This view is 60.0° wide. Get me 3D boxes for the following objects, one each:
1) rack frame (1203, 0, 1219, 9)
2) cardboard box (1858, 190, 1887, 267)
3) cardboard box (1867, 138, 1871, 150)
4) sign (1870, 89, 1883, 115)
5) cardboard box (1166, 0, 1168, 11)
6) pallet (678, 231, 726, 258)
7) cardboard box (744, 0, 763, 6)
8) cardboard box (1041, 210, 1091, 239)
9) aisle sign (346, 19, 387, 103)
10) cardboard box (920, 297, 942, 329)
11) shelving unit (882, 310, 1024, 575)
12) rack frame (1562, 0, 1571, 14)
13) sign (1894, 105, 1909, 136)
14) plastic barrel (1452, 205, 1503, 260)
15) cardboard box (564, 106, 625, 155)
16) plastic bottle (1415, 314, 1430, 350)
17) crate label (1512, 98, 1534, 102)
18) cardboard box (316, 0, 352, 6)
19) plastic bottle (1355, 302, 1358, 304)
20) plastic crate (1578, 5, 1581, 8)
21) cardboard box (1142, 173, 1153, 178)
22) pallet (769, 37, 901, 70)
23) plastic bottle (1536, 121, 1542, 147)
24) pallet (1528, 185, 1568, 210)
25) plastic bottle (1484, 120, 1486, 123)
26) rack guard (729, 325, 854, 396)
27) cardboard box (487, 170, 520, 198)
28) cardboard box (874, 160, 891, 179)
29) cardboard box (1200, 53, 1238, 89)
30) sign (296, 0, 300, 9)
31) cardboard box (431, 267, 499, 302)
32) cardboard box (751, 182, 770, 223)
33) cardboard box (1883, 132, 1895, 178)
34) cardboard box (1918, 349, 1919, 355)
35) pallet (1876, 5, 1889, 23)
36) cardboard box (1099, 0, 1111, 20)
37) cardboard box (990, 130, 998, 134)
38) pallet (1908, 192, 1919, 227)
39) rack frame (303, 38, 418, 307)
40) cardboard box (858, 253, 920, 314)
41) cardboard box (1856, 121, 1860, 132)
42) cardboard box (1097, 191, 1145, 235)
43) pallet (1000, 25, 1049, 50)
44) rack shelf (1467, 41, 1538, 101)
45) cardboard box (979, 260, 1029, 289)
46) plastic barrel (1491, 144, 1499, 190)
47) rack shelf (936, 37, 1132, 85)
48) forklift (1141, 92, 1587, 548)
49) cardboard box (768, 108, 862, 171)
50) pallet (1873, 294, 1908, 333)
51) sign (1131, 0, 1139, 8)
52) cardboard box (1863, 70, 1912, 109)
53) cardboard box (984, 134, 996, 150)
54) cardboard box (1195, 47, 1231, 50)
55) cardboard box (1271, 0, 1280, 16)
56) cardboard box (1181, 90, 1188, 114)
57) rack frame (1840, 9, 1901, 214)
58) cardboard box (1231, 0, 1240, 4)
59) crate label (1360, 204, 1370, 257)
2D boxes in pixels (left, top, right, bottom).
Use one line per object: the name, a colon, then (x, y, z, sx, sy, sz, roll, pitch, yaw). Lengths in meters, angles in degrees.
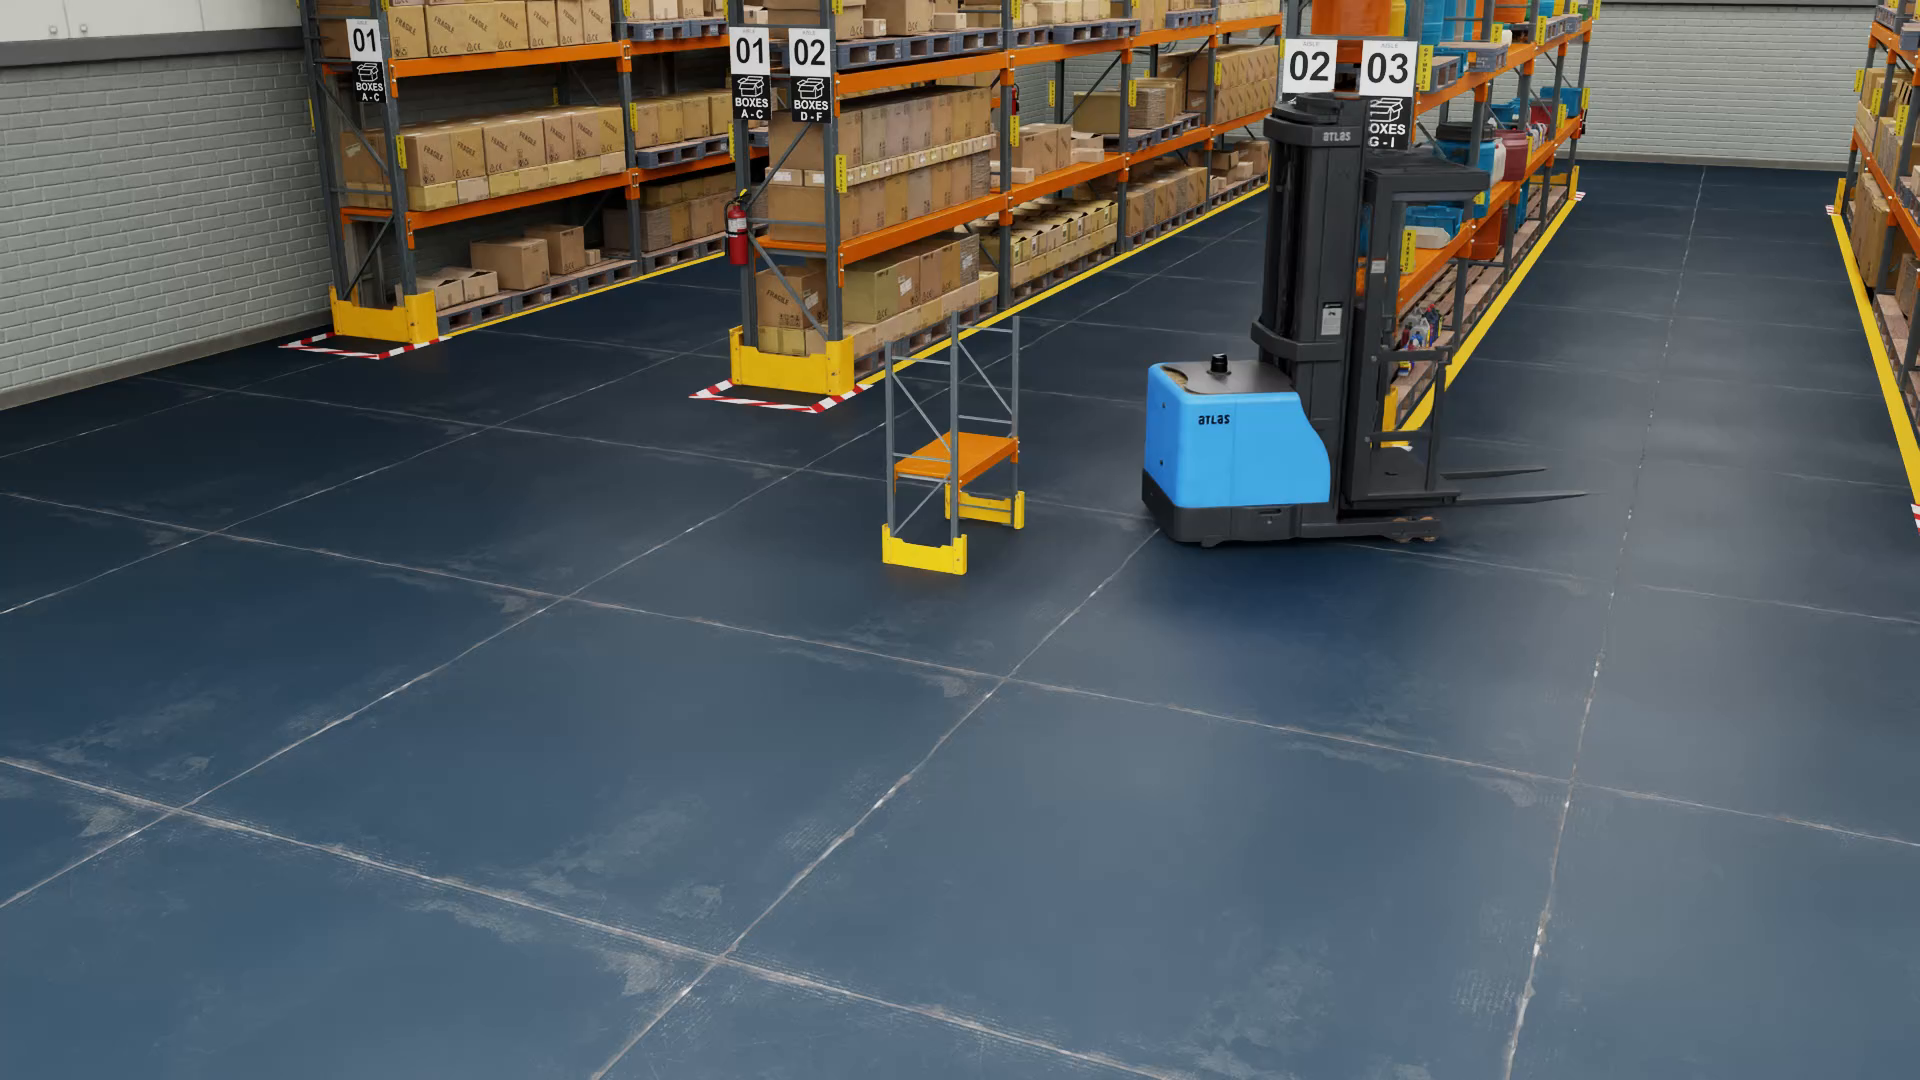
rack frame: (3.362, -9.357, 24.350, 1.000, 3.000, 0.127, 9, 21, 23)
cardboard box: (11.434, -3.624, 19.725, 1.225, 0.875, 0.875, 9, 21, 23)
cardboard box: (12.330, -5.269, 22.182, 0.380, 0.149, 0.250, 9, 21, 24)
sign: (11.892, -5.691, 21.584, 0.100, 0.325, 0.005, 9, 21, 23)
cardboard box: (2.545, -7.684, 23.196, 0.600, 0.600, 0.600, 8, 21, 21)
pallet: (-3.619, -4.062, 22.576, 1.003, 0.211, 1.213, 9, 21, 23)
cardboard box: (-2.654, -7.807, 23.663, 0.700, 0.500, 0.500, 7, 21, 18)
cardboard box: (1.318, -3.967, 20.786, 0.500, 0.311, 0.500, 8, 21, 22)
aisle sign: (-5.828, -4.702, 16.335, 0.394, 0.787, 0.004, 9, 21, 23)
cardboard box: (-0.513, -2.356, 17.094, 0.500, 0.250, 0.500, 9, 21, 23)
shelving unit: (-0.031, -0.683, 11.152, 0.587, 1.500, 1.083, 9, 21, 23)
rack frame: (7.880, -8.676, 22.435, 1.000, 3.000, 0.127, 9, 21, 23)
sign: (10.253, -4.568, 18.109, 0.100, 0.325, 0.005, 9, 21, 23)
plastic barrel: (6.427, -3.954, 20.723, 0.600, 0.830, 0.708, 9, 21, 23)
cardboard box: (-4.346, -4.869, 19.757, 0.500, 0.500, 0.500, 8, 21, 23)
plastic bottle: (4.392, -1.969, 15.827, 0.144, 0.351, 0.185, 8, 21, 22)
crate label: (9.116, -6.991, 26.812, 0.416, 0.233, 0.303, 9, 21, 23)
cardboard box: (-6.134, -5.649, 16.729, 0.500, 0.500, 0.500, 10, 22, 25)
plastic bottle: (3.895, -2.173, 16.400, 0.144, 0.351, 0.185, 9, 22, 24)
plastic crate: (8.639, -7.543, 23.922, 0.497, 0.269, 0.590, 9, 21, 23)
cardboard box: (2.522, -5.129, 24.489, 0.500, 0.500, 0.500, 9, 21, 23)
pallet: (-1.238, -4.446, 15.150, 1.003, 0.211, 1.213, 9, 21, 23)
plastic bottle: (7.802, -5.500, 22.532, 0.144, 0.351, 0.185, 9, 21, 23)
pallet: (9.145, -5.512, 26.652, 1.003, 0.211, 1.213, 9, 21, 23)
plastic bottle: (7.340, -5.741, 23.309, 0.061, 0.283, 0.133, 9, 21, 23)
rack guard: (-1.561, -1.677, 15.438, 1.175, 0.500, 0.348, 9, 21, 23)
cardboard box: (-5.169, -3.901, 18.154, 0.500, 0.250, 0.500, 8, 21, 22)
cardboard box: (-0.880, -3.539, 15.827, 0.380, 0.149, 0.250, 8, 21, 22)
cardboard box: (4.023, -7.312, 25.911, 0.500, 0.500, 0.500, 8, 21, 21)
sign: (-6.571, -5.453, 16.528, 0.100, 0.325, 0.005, 9, 21, 23)
cardboard box: (-5.474, -2.855, 18.375, 0.500, 0.311, 0.500, 11, 22, 27)
cardboard box: (-3.044, -4.788, 23.531, 0.700, 0.500, 0.500, 9, 21, 23)
cardboard box: (11.156, -4.490, 19.468, 0.500, 0.500, 0.500, 8, 21, 21)
cardboard box: (9.394, -1.939, 15.518, 0.700, 0.500, 0.500, 7, 21, 19)
pallet: (13.742, -7.536, 23.838, 1.003, 0.211, 1.213, 9, 21, 23)
cardboard box: (1.590, -6.702, 20.957, 0.500, 0.250, 0.500, 7, 21, 19)
cardboard box: (0.284, -7.224, 30.409, 0.700, 0.500, 0.500, 9, 21, 23)
pallet: (9.987, -3.246, 16.406, 1.003, 0.211, 1.213, 9, 21, 23)
rack frame: (-6.072, -3.541, 16.948, 1.000, 3.000, 0.127, 9, 21, 23)
cardboard box: (-0.733, -2.559, 16.545, 0.500, 0.500, 0.500, 9, 21, 23)
cardboard box: (13.382, -6.054, 24.391, 0.380, 0.149, 0.250, 8, 21, 21)
cardboard box: (2.172, -4.437, 22.543, 0.500, 0.500, 0.500, 10, 22, 25)
pallet: (0.436, -5.679, 18.771, 0.805, 0.209, 1.217, 8, 21, 21)
rack shelf: (5.423, -5.090, 17.901, 1.077, 0.370, 4.000, 9, 21, 23)
cardboard box: (0.478, -3.076, 19.120, 0.500, 0.250, 0.500, 8, 21, 21)
plastic barrel: (5.673, -4.087, 18.281, 0.433, 0.535, 0.433, 0, 20, 0)
rack shelf: (0.905, -5.771, 19.815, 1.077, 0.370, 4.000, 9, 21, 23)
forklift: (2.877, -1.535, 11.412, 3.031, 2.935, 1.130, -3, 20, -7)
cardboard box: (-1.327, -3.678, 15.248, 0.700, 0.500, 0.500, 9, 21, 23)
pallet: (10.439, -2.395, 17.887, 1.003, 0.211, 1.213, 9, 21, 23)
sign: (2.227, -6.923, 21.093, 0.100, 0.325, 0.005, 9, 21, 23)
cardboard box: (13.182, -6.394, 23.632, 0.500, 0.500, 0.500, 8, 21, 21)
cardboard box: (0.171, -4.325, 18.036, 0.380, 0.149, 0.250, 9, 21, 23)
cardboard box: (4.162, -7.859, 27.449, 0.500, 0.500, 0.500, 9, 21, 23)
cardboard box: (5.031, -8.903, 27.772, 0.500, 0.250, 0.500, 9, 21, 23)
cardboard box: (3.333, -6.766, 25.867, 0.500, 0.500, 0.500, 9, 21, 24)
rack frame: (14.036, -6.393, 24.968, 1.000, 3.000, 0.127, 9, 21, 23)
cardboard box: (3.991, -8.376, 25.546, 0.500, 0.250, 0.500, 9, 21, 23)
crate label: (3.473, -2.798, 14.806, 0.502, 0.435, 0.616, 9, 21, 23)
